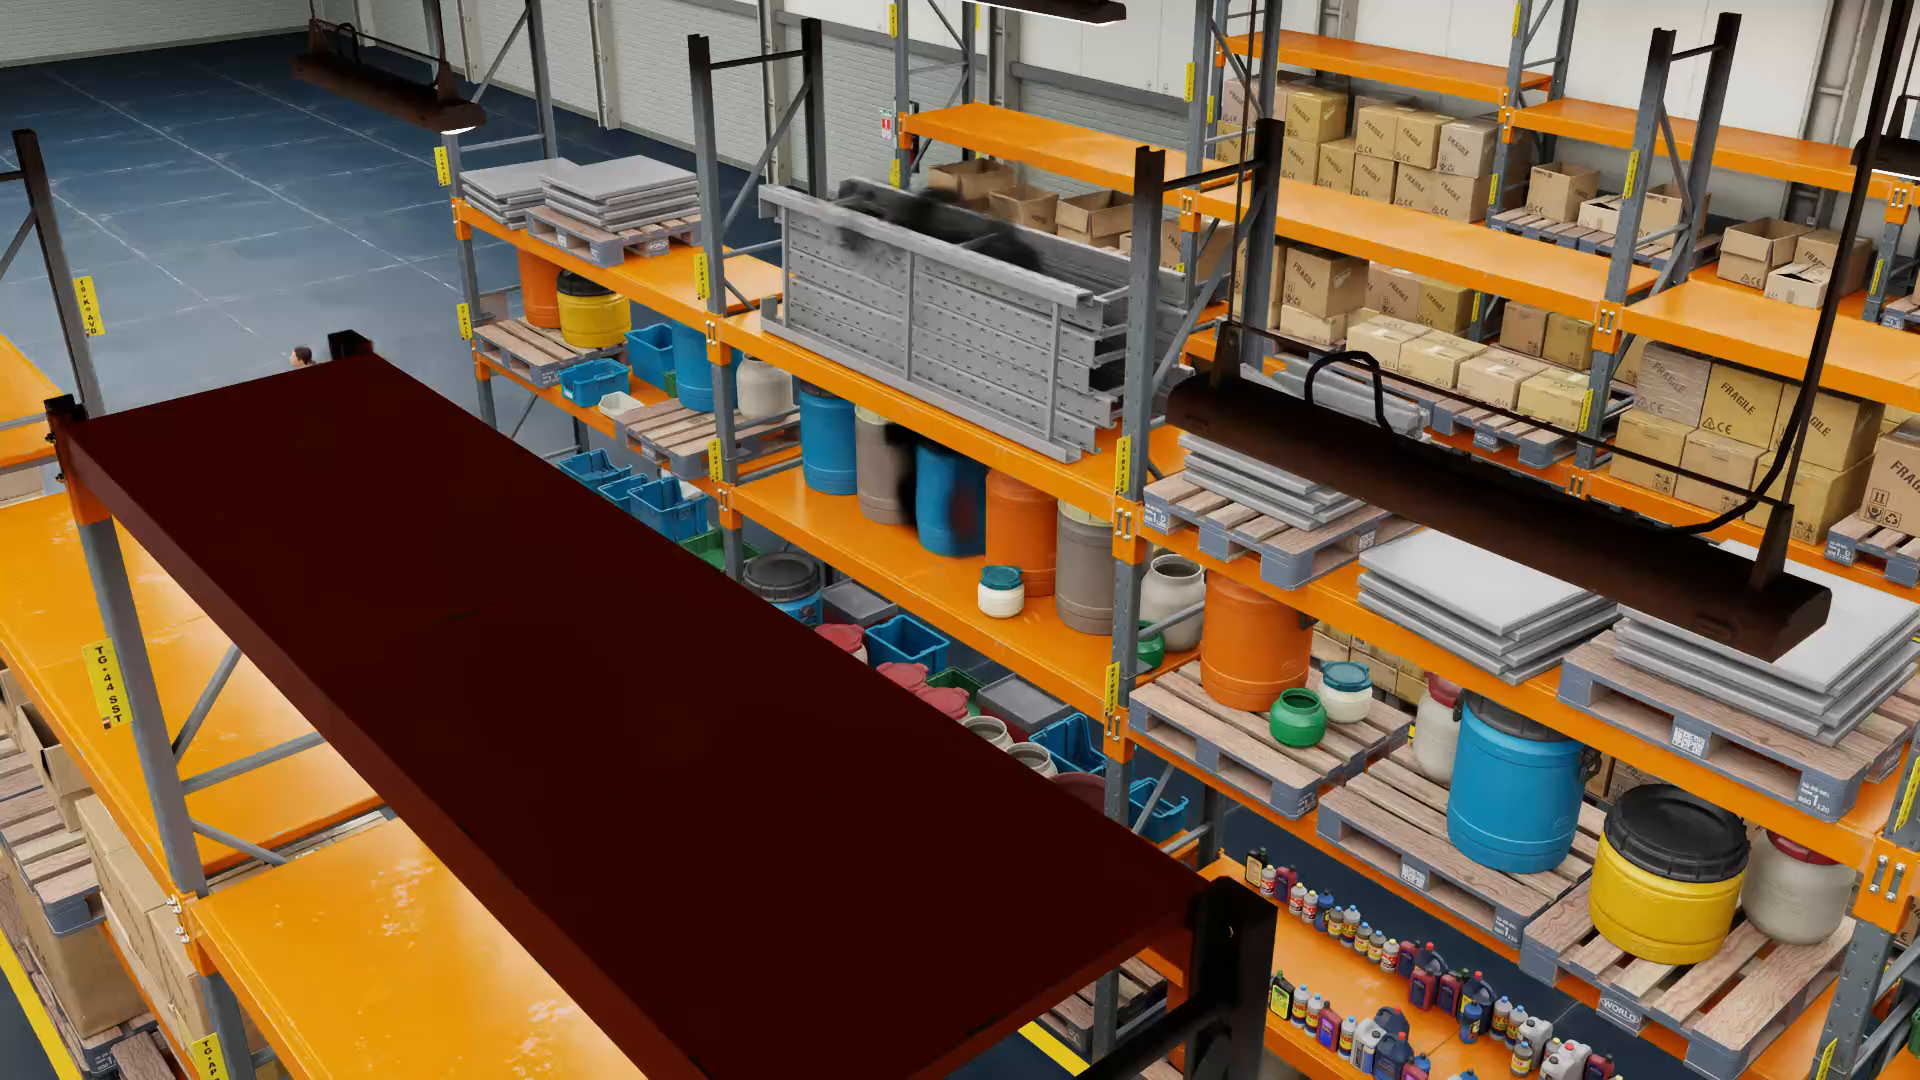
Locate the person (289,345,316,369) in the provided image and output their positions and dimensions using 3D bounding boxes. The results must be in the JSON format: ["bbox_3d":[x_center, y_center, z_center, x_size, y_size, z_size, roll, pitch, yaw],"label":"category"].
[{"bbox_3d":[-7.201,-1.384,18.496,0.776,1.637,0.565,-10,29,-19],"label":"person"}]

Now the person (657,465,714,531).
[{"bbox_3d":[-2.755,-0.448,16.672,0.564,1.673,0.646,17,31,30],"label":"person"}]
